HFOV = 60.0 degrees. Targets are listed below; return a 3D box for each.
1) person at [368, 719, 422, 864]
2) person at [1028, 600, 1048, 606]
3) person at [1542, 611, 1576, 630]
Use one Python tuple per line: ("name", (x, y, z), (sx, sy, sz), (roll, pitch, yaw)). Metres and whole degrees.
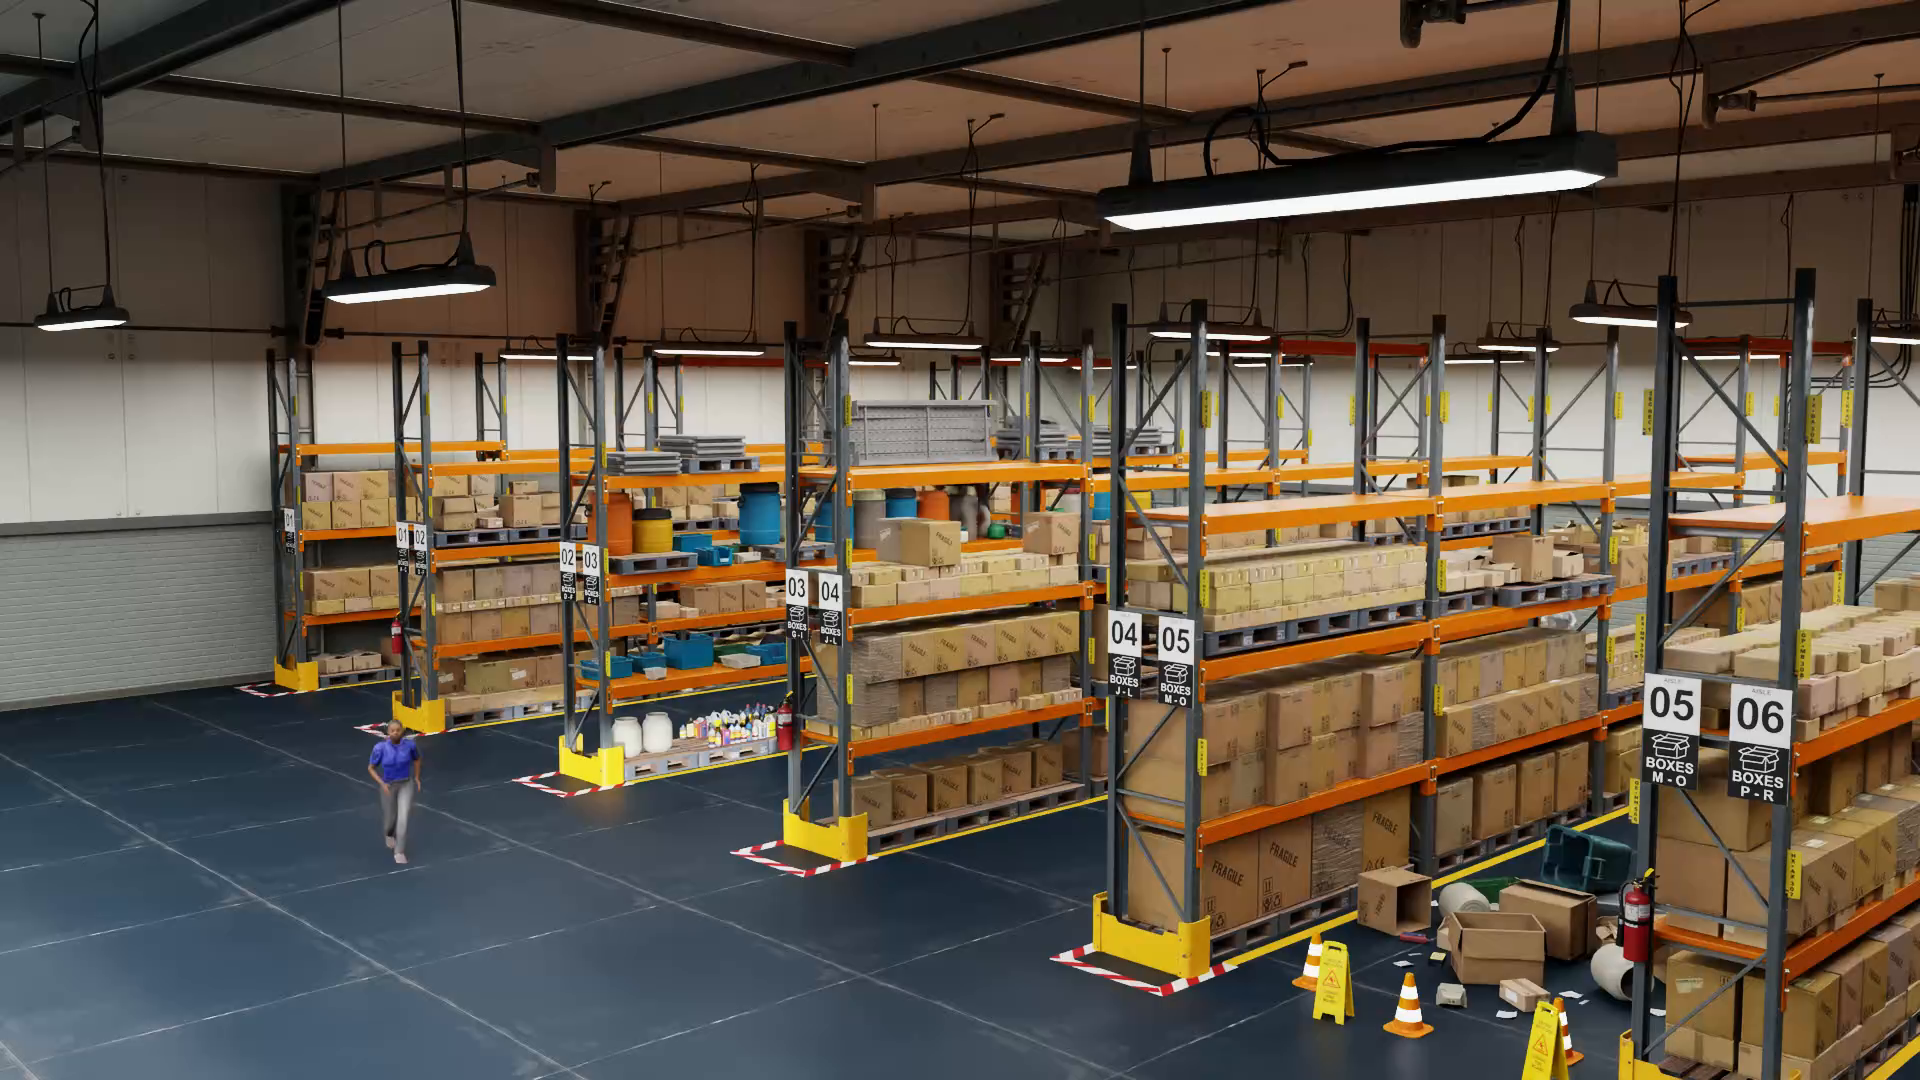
("person", (-6.318, 2.775, 18.603), (0.579, 1.591, 0.710), (-2, 5, -25))
("person", (1.499, 1.539, 31.759), (0.848, 1.780, 0.665), (-4, 6, -36))
("person", (11.094, 1.756, 30.764), (0.595, 1.536, 0.467), (0, 5, 3))
